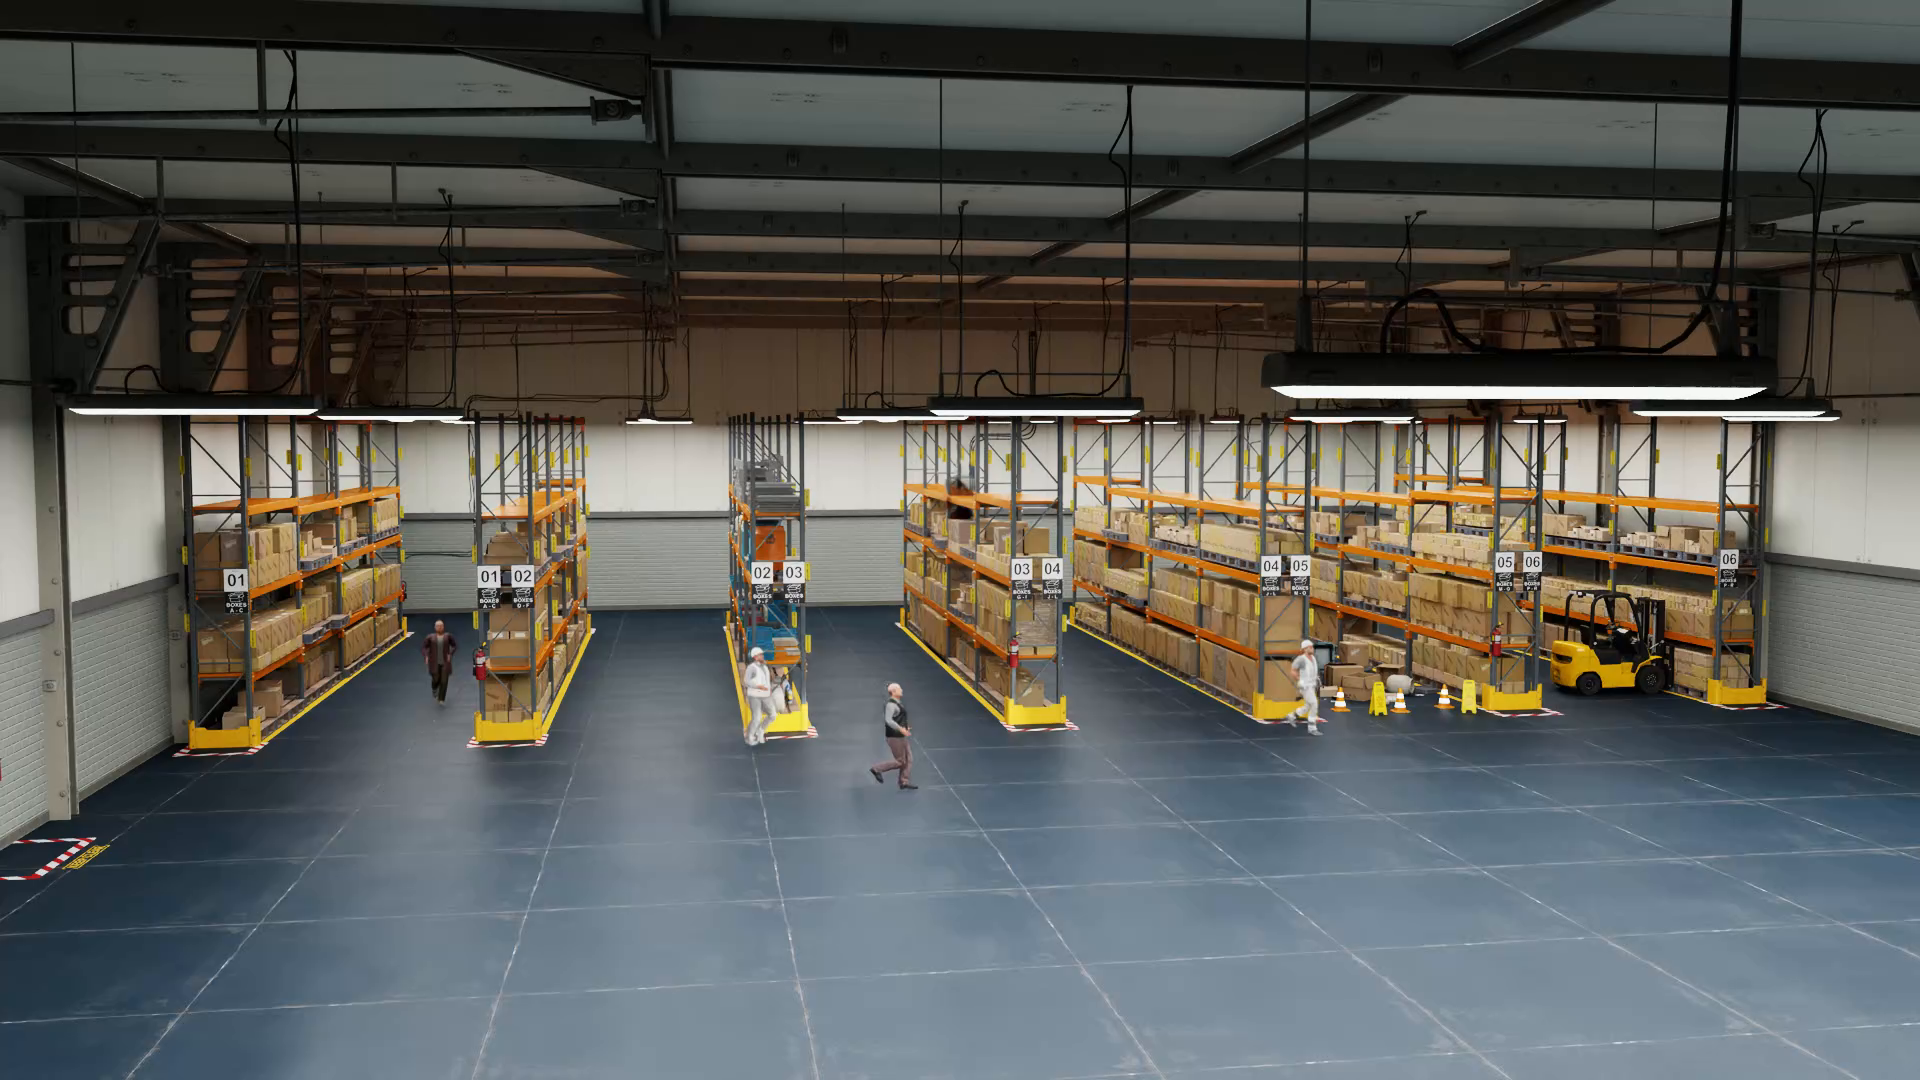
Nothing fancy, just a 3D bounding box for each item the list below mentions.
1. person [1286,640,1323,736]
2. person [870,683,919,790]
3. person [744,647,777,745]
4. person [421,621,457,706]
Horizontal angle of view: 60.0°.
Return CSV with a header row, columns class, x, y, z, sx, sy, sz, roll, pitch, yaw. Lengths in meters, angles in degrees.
class,x,y,z,sx,sy,sz,roll,pitch,yaw
person,6.418,2.732,30.983,0.814,1.759,0.675,3,5,40
person,-1.027,3.097,26.168,0.762,1.686,0.675,0,4,5
person,-3.580,2.810,29.939,0.557,1.751,0.676,3,5,35
person,-10.725,2.534,34.297,0.709,1.737,0.640,-2,4,-21
